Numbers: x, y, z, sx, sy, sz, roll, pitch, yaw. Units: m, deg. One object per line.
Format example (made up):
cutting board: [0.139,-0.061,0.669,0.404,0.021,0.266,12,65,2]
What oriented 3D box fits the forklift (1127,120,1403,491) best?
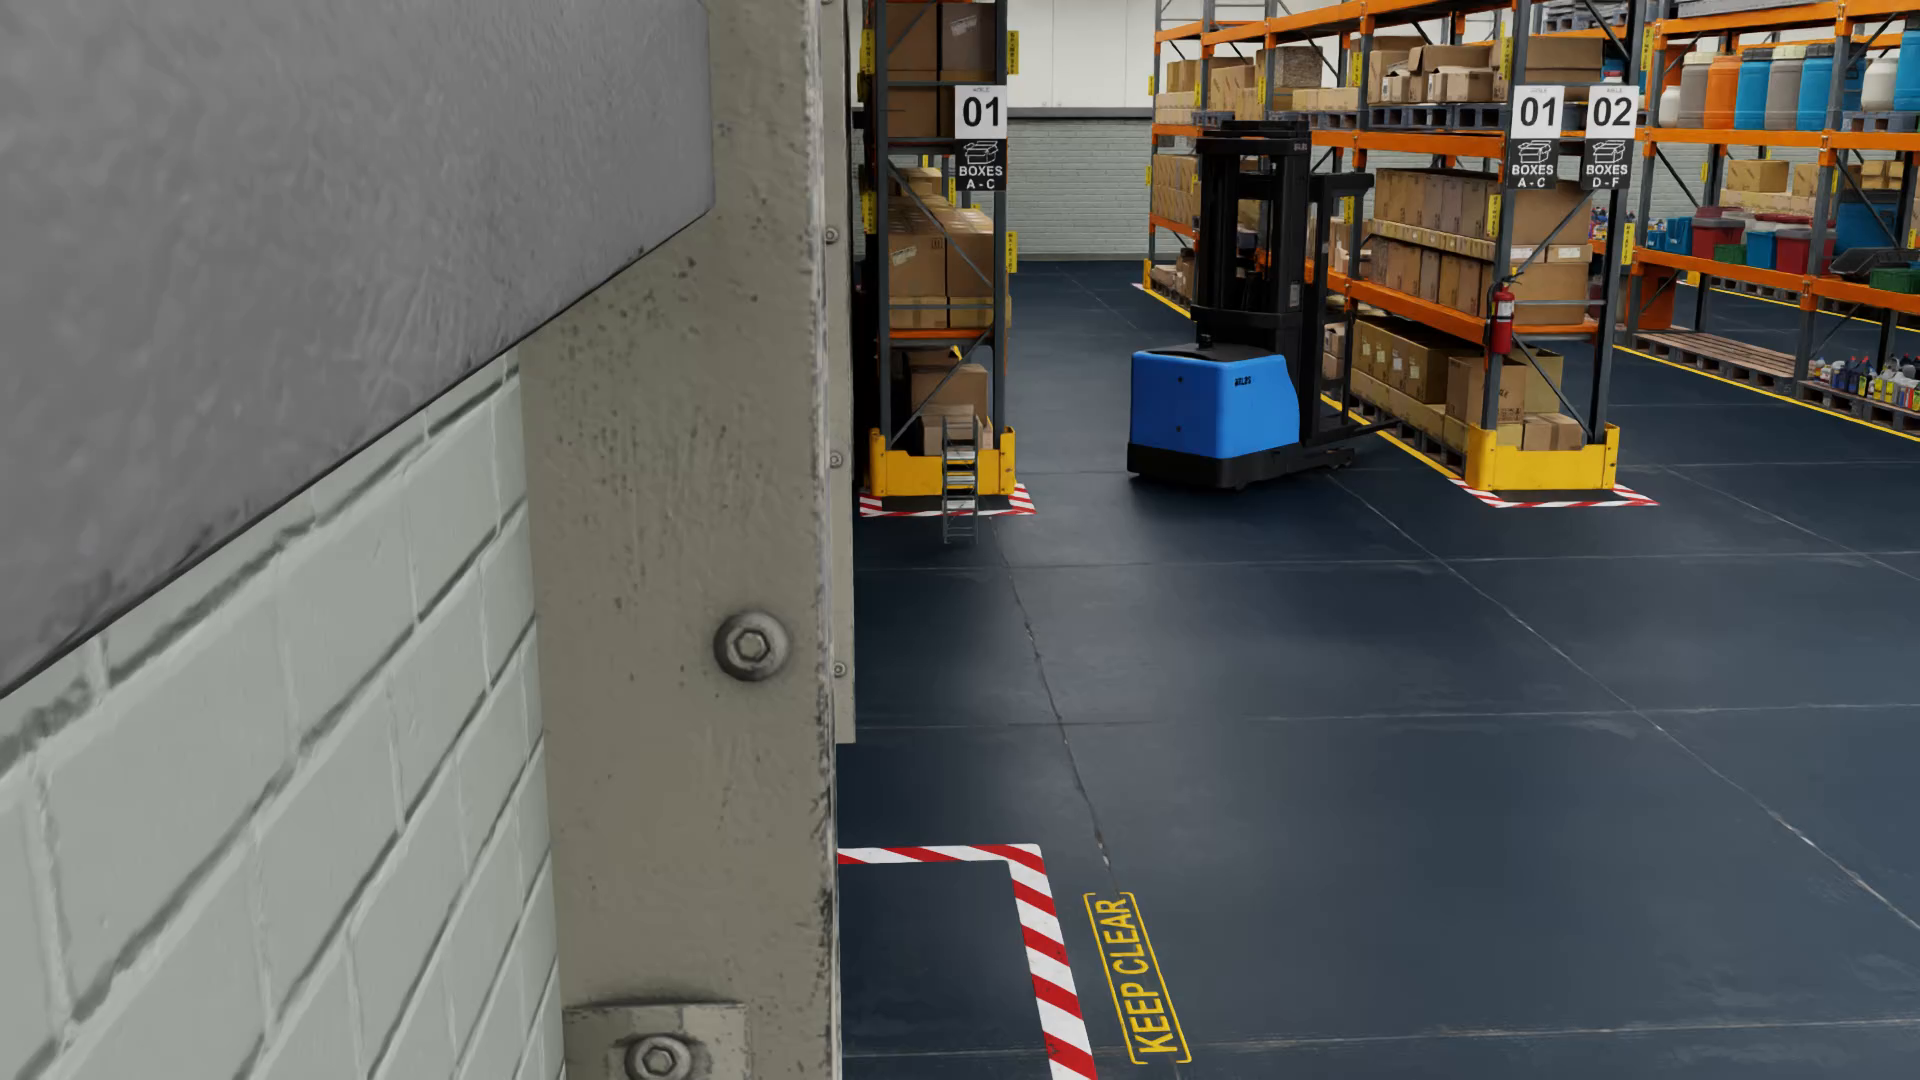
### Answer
forklift: [2.811,-2.113,14.357,3.031,2.935,1.130,-14,20,-43]

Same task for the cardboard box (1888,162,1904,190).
cardboard box: [14.023,-5.255,24.215,0.797,0.503,0.637,-1,14,-3]

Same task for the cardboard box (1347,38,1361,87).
cardboard box: [4.495,-5.150,17.957,0.500,0.500,0.500,1,14,2]

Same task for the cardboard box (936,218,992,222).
cardboard box: [0.037,-2.640,15.021,0.500,0.500,0.500,0,14,-2]

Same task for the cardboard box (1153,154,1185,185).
cardboard box: [3.573,-6.311,28.327,0.500,0.500,0.500,0,14,-2]

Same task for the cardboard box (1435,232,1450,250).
cardboard box: [4.505,-2.690,14.960,0.380,0.149,0.250,0,14,-2]

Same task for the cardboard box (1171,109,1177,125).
cardboard box: [3.675,-6.768,26.592,0.500,0.250,0.500,-1,14,-3]

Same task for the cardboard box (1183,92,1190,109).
cardboard box: [3.728,-6.761,25.563,0.500,0.250,0.500,-1,14,-3]

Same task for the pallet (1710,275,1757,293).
pallet: [13.824,-4.497,29.079,1.003,0.211,1.213,-1,14,-3]

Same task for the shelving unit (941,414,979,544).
shelving unit: [0.000,-0.438,11.922,0.258,0.900,0.210,-1,14,-3]

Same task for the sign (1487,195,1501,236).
sign: [4.258,-2.584,13.251,0.100,0.325,0.005,-1,14,-3]

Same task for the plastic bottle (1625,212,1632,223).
plastic bottle: [9.309,-4.416,23.270,0.144,0.351,0.185,-1,14,-3]

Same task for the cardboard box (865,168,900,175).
cardboard box: [-1.118,-5.267,24.136,0.500,0.250,0.500,0,14,-2]

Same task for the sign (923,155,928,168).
sign: [-0.592,-6.496,28.454,0.100,0.325,0.005,-1,14,-3]

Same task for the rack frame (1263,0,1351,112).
rack frame: [4.305,-6.808,20.429,1.000,3.000,0.127,-1,14,-3]

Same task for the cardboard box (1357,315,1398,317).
cardboard box: [4.717,-2.412,18.929,0.500,0.311,0.500,-1,14,-5]

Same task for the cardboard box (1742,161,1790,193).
cardboard box: [13.526,-6.103,27.924,0.500,0.500,0.500,-1,14,-5]

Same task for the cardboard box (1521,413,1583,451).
cardboard box: [4.989,-0.922,14.265,0.500,0.250,0.500,-1,14,-3]

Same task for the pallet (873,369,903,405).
pallet: [-0.441,-1.674,18.109,1.003,0.211,1.213,-1,14,-3]

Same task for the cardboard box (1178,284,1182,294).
cardboard box: [3.655,-3.960,26.236,0.380,0.149,0.250,-1,14,-3]

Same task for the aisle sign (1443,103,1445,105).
aisle sign: [8.452,-7.241,28.930,0.394,0.787,0.004,-1,14,-3]

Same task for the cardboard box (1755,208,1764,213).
cardboard box: [13.486,-5.447,27.681,0.380,0.149,0.250,-1,14,-5]

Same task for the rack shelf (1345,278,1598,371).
rack shelf: [4.677,-2.062,15.466,1.077,0.370,4.000,-1,14,-3]

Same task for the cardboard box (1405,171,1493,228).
cardboard box: [4.649,-3.225,15.735,0.700,0.500,0.500,-1,14,-3]

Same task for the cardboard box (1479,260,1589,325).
cardboard box: [4.784,-2.078,13.883,0.700,0.500,0.500,-1,14,-3]

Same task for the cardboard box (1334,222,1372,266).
cardboard box: [4.489,-3.279,18.550,0.500,0.500,0.500,0,14,1]

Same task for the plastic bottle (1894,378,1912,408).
plastic bottle: [9.196,-1.431,16.150,0.152,0.276,0.135,-1,14,-5]

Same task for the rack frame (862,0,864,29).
rack frame: [-1.135,-8.721,27.861,1.000,3.000,0.127,-1,14,-3]

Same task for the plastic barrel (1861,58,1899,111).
plastic barrel: [9.327,-4.584,16.735,0.421,0.512,0.421,0,14,0]

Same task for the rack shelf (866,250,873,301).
rack shelf: [-0.515,-2.980,19.032,1.077,0.370,4.000,-1,14,-3]

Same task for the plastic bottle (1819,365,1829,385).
plastic bottle: [9.085,-1.730,17.465,0.097,0.201,0.097,0,14,0]

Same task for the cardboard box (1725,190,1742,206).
cardboard box: [13.496,-5.863,28.499,0.500,0.250,0.500,-1,14,-4]

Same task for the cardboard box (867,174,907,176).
cardboard box: [-0.955,-4.629,21.654,0.500,0.250,0.500,-1,14,-5]

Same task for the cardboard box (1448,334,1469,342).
cardboard box: [4.899,-1.658,15.622,0.500,0.500,0.500,-1,14,-3]

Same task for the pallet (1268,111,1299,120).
pallet: [4.436,-5.097,20.175,1.213,0.211,1.003,0,14,-1]

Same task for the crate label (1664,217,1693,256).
crate label: [9.040,-3.744,20.489,0.502,0.435,0.616,-1,14,-3]

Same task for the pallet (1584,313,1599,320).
pallet: [9.086,-3.126,23.753,1.003,0.211,1.213,-1,14,-3]

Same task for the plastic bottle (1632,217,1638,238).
plastic bottle: [9.459,-4.376,23.263,0.152,0.276,0.135,-1,14,-3]

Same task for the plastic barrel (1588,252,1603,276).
plastic barrel: [9.062,-3.849,24.334,0.600,0.901,0.708,-1,14,-3]

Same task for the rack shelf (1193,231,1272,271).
rack shelf: [4.181,-4.052,23.199,1.077,0.370,4.000,-1,14,-3]

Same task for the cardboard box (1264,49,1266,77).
cardboard box: [4.252,-6.124,21.580,0.500,0.500,0.500,-1,14,-3]

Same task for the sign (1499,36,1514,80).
sign: [4.258,-3.752,12.950,0.100,0.325,0.005,-1,14,-3]

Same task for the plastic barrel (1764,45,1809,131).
plastic barrel: [9.208,-4.965,18.278,0.600,0.901,0.600,0,14,0]

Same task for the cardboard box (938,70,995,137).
cardboard box: [0.085,-3.434,13.092,0.500,0.500,0.500,-1,14,-2]

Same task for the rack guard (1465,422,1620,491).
rack guard: [4.802,-0.697,13.732,1.175,0.500,0.348,-1,14,-3]

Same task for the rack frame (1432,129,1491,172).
rack frame: [8.753,-5.968,29.203,1.000,3.000,0.127,-1,14,-3]

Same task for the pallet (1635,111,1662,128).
pallet: [9.299,-5.532,21.865,1.003,0.211,1.213,-1,14,-3]

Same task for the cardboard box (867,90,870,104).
cardboard box: [-0.651,-5.014,19.228,0.797,0.503,0.637,1,14,4]

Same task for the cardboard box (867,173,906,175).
cardboard box: [-0.983,-4.756,22.150,0.500,0.250,0.500,-1,14,-5]

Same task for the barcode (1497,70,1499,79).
barcode: [4.300,-3.715,13.260,0.001,0.075,0.075,-1,14,-3]

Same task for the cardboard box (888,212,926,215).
cardboard box: [-0.542,-2.882,15.965,0.500,0.500,0.500,-1,14,-4]

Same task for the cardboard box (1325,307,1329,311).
cardboard box: [4.114,-2.654,19.872,0.500,0.311,0.500,-1,14,-5]

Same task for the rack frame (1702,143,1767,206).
rack frame: [13.697,-6.045,29.500,1.000,3.000,0.127,-1,14,-3]

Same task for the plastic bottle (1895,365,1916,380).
plastic bottle: [9.690,-1.666,17.064,0.152,0.276,0.135,-1,14,-3]

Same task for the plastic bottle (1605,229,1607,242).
plastic bottle: [8.777,-4.135,22.478,0.097,0.201,0.097,0,14,0]

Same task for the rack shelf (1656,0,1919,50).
rack shelf: [9.373,-5.844,18.929,1.077,0.370,4.000,-1,14,-3]

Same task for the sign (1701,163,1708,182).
sign: [13.142,-6.495,29.355,0.100,0.325,0.005,-1,14,-3]
